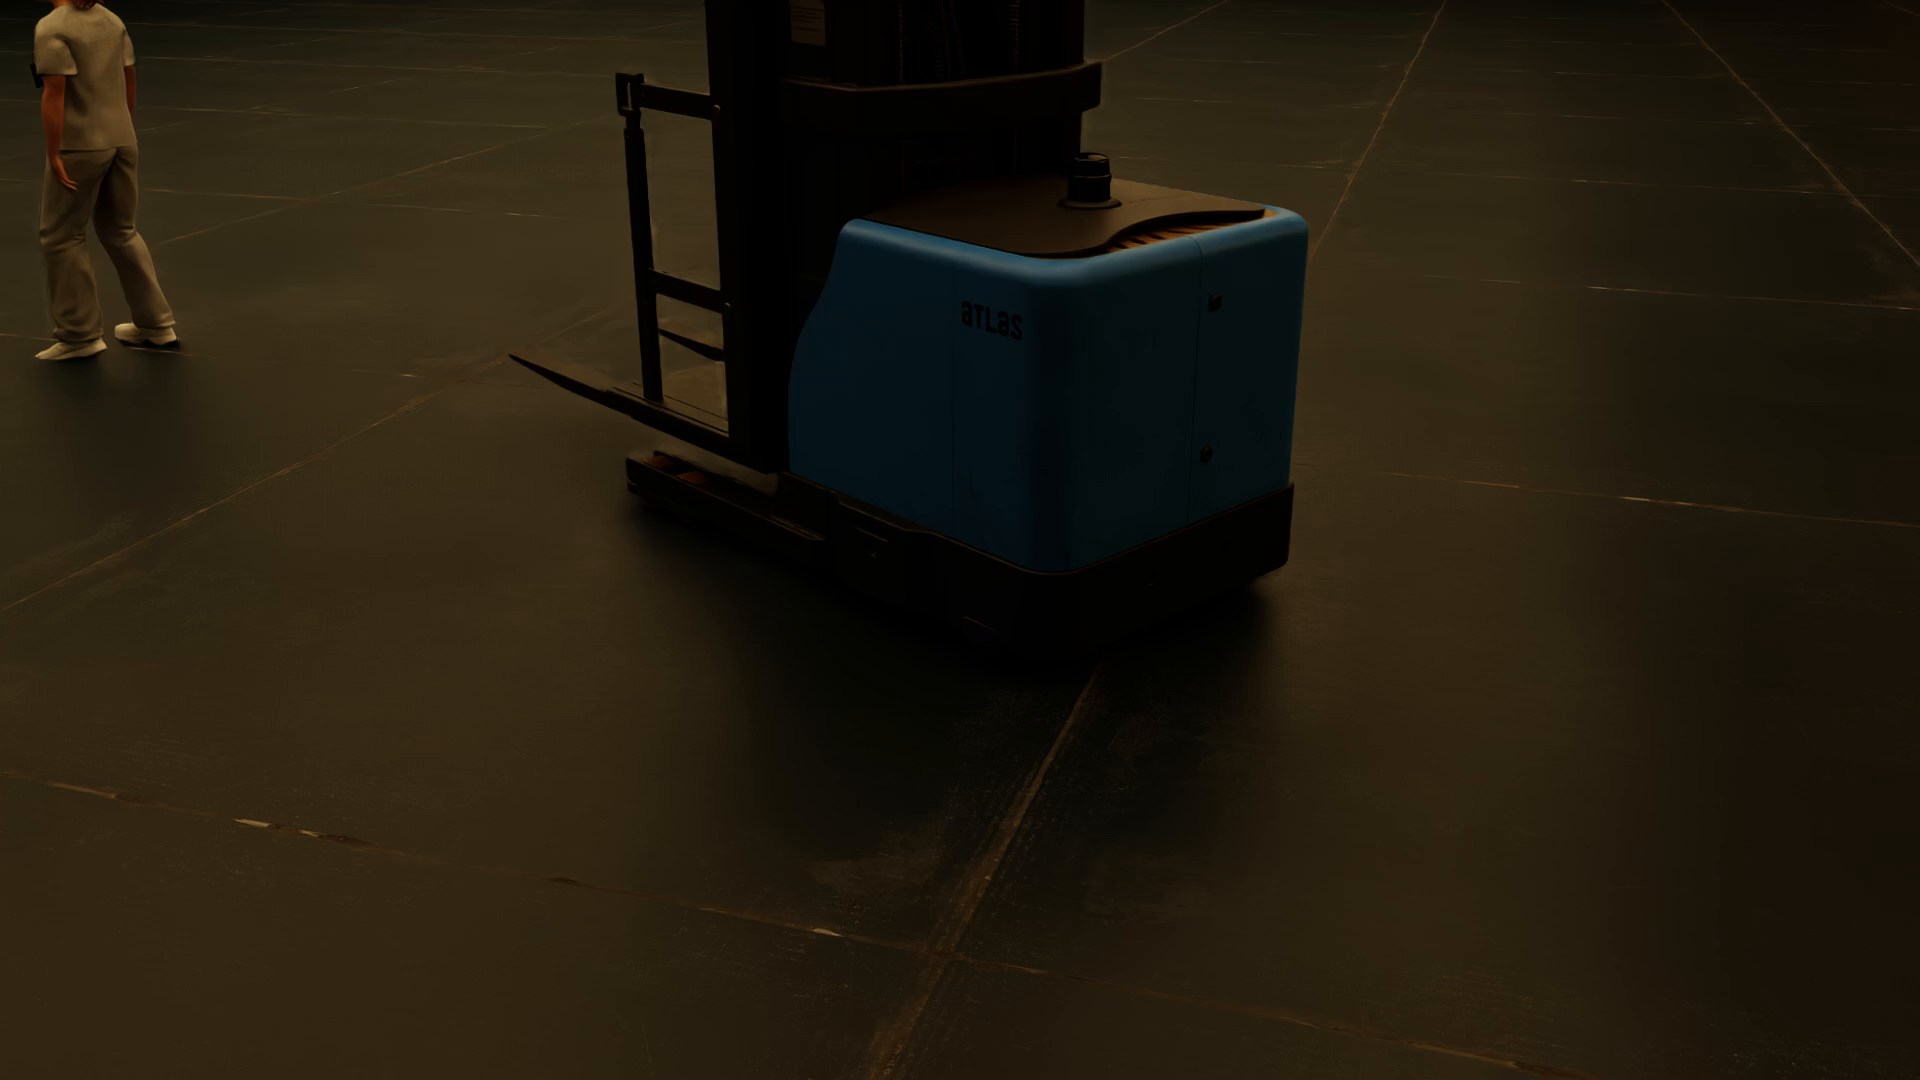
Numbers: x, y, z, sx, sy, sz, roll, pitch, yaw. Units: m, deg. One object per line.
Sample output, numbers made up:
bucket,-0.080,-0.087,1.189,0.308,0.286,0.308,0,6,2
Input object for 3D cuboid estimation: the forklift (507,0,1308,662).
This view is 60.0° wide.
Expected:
forklift,-0.427,-1.523,4.969,1.130,2.935,3.031,-20,29,-39

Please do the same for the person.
person,-3.599,-1.575,6.807,0.502,1.699,0.521,6,23,15
